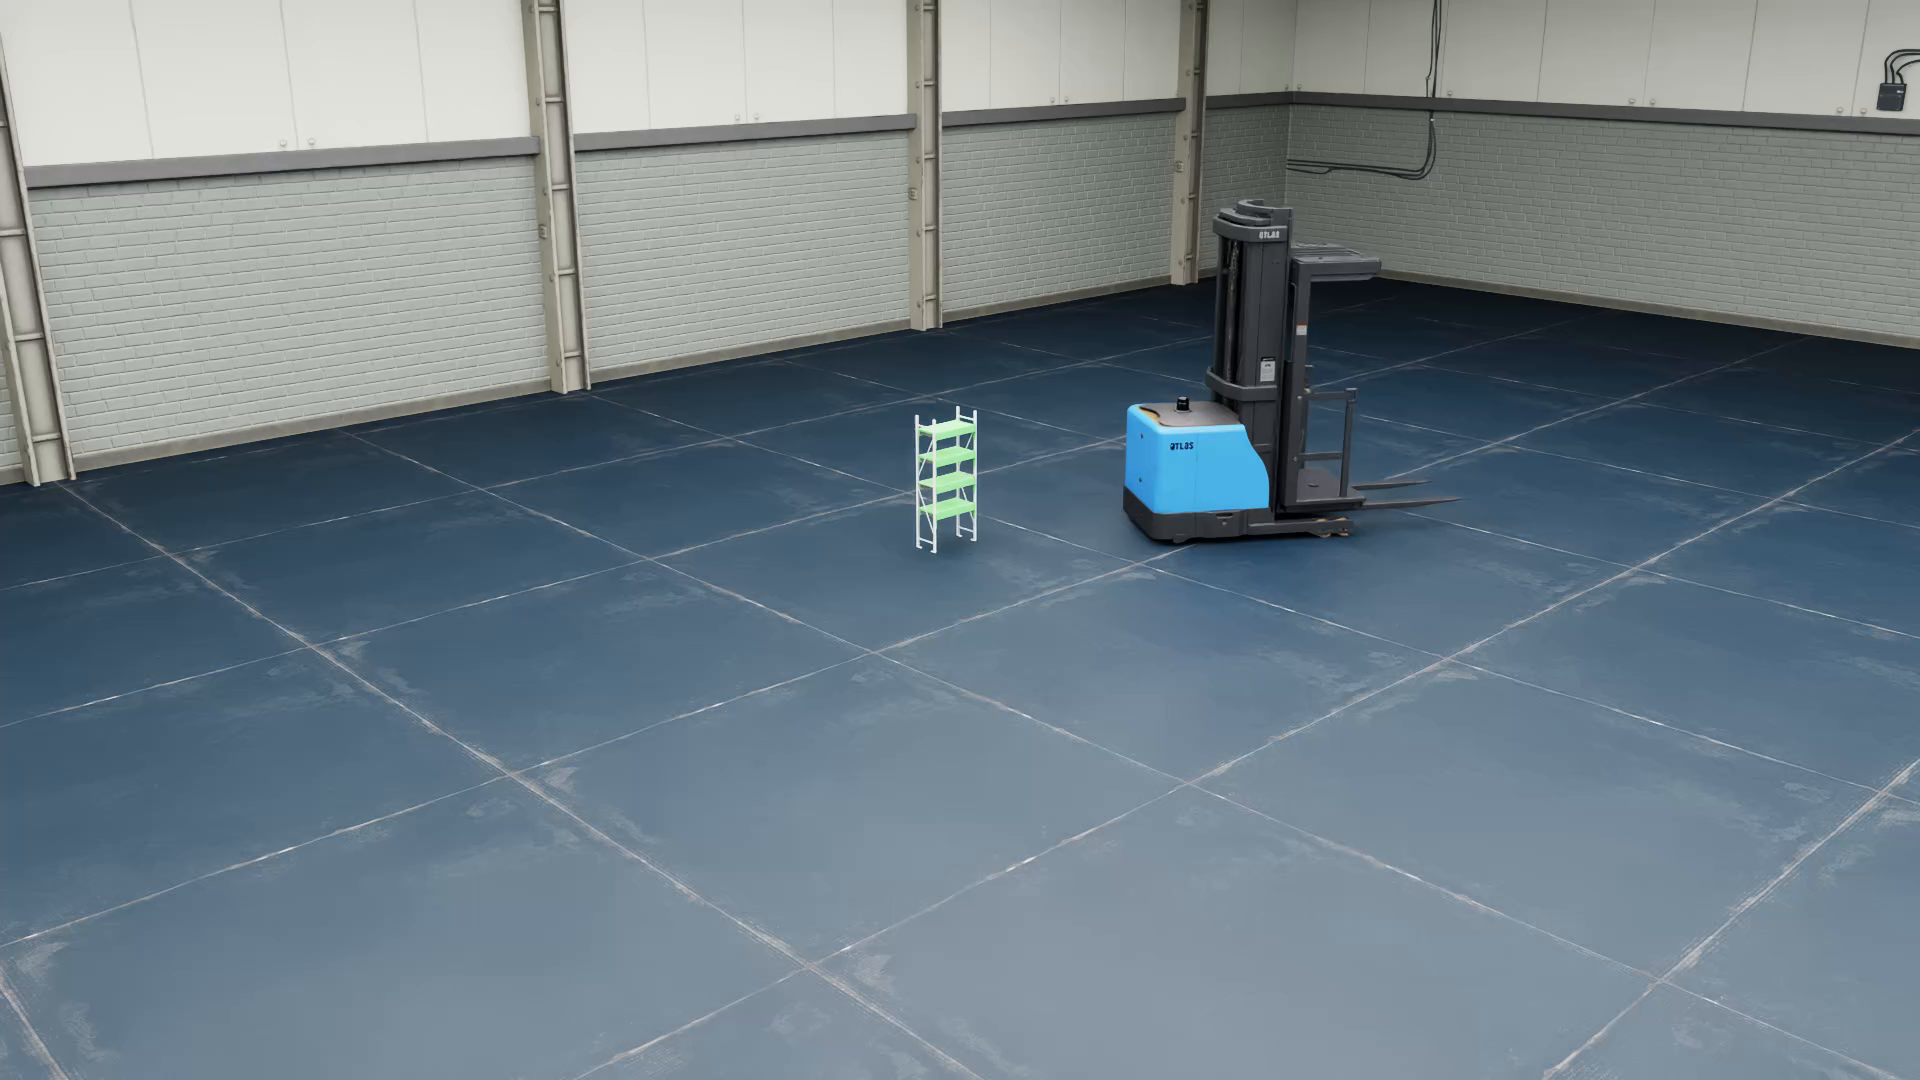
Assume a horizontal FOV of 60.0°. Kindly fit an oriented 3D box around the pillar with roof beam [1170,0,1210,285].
[{"bbox_3d":[6.811,-7.743,24.274,0.400,9.000,9.100,-16,24,-41],"label":"pillar with roof beam"}]

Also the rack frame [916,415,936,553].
[{"bbox_3d":[-0.298,-0.484,14.532,0.015,1.200,0.240,-16,24,-41],"label":"rack frame"}]

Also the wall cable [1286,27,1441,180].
[{"bbox_3d":[6.902,-7.558,28.740,0.112,2.526,3.097,-16,24,-41],"label":"wall cable"}]

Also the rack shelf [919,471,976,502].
[{"bbox_3d":[-0.120,-0.475,14.711,0.480,0.148,0.258,-16,24,-41],"label":"rack shelf"}]

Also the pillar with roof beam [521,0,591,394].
[{"bbox_3d":[-1.908,-5.200,16.432,0.400,9.000,9.100,-16,24,-41],"label":"pillar with roof beam"}]

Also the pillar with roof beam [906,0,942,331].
[{"bbox_3d":[2.451,-6.471,20.353,0.400,9.000,9.100,-16,24,-41],"label":"pillar with roof beam"}]

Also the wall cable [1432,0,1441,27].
[{"bbox_3d":[8.761,-9.354,26.091,0.112,2.526,3.097,-16,24,-41],"label":"wall cable"}]

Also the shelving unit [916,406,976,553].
[{"bbox_3d":[-0.120,-0.536,14.691,0.503,1.200,0.258,-16,24,-41],"label":"shelving unit"}]

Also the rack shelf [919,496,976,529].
[{"bbox_3d":[-0.120,-0.247,14.785,0.480,0.148,0.258,-16,24,-41],"label":"rack shelf"}]

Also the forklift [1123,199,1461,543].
[{"bbox_3d":[3.102,-1.572,15.081,3.031,2.935,1.130,-4,18,-11],"label":"forklift"}]

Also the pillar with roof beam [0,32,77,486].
[{"bbox_3d":[-6.268,-3.928,12.510,0.400,9.000,9.100,-16,24,-41],"label":"pillar with roof beam"}]

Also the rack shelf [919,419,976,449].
[{"bbox_3d":[-0.120,-0.931,14.563,0.480,0.148,0.258,-16,24,-41],"label":"rack shelf"}]

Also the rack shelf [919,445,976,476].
[{"bbox_3d":[-0.120,-0.703,14.637,0.480,0.148,0.258,-16,24,-41],"label":"rack shelf"}]

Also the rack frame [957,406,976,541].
[{"bbox_3d":[0.057,-0.587,14.851,0.015,1.200,0.240,-16,24,-41],"label":"rack frame"}]

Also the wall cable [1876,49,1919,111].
[{"bbox_3d":[13.413,-8.522,21.165,0.169,6.003,2.305,-16,24,-41],"label":"wall cable"}]
